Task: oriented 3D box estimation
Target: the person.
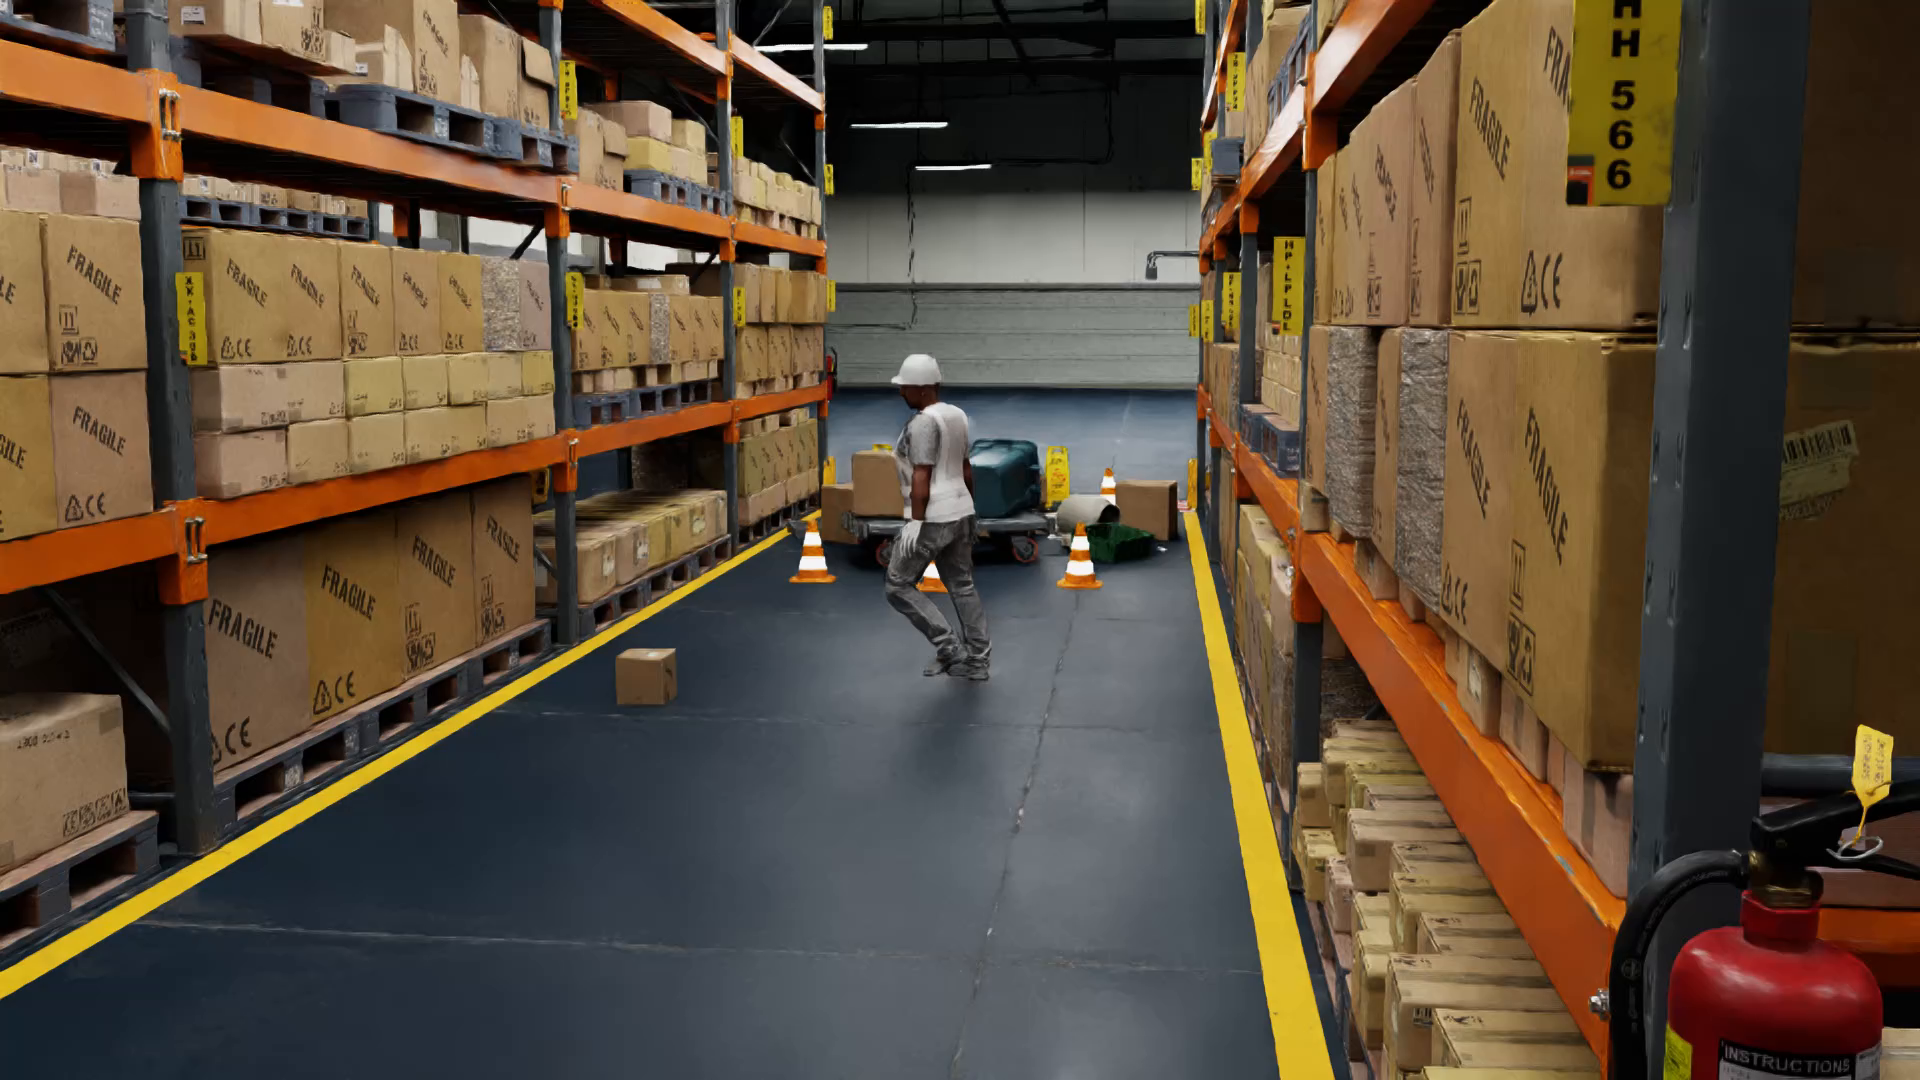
[{"bbox_3d":[-0.123,-0.103,8.818,0.470,1.758,0.660,3,8,22],"label":"person"}]
